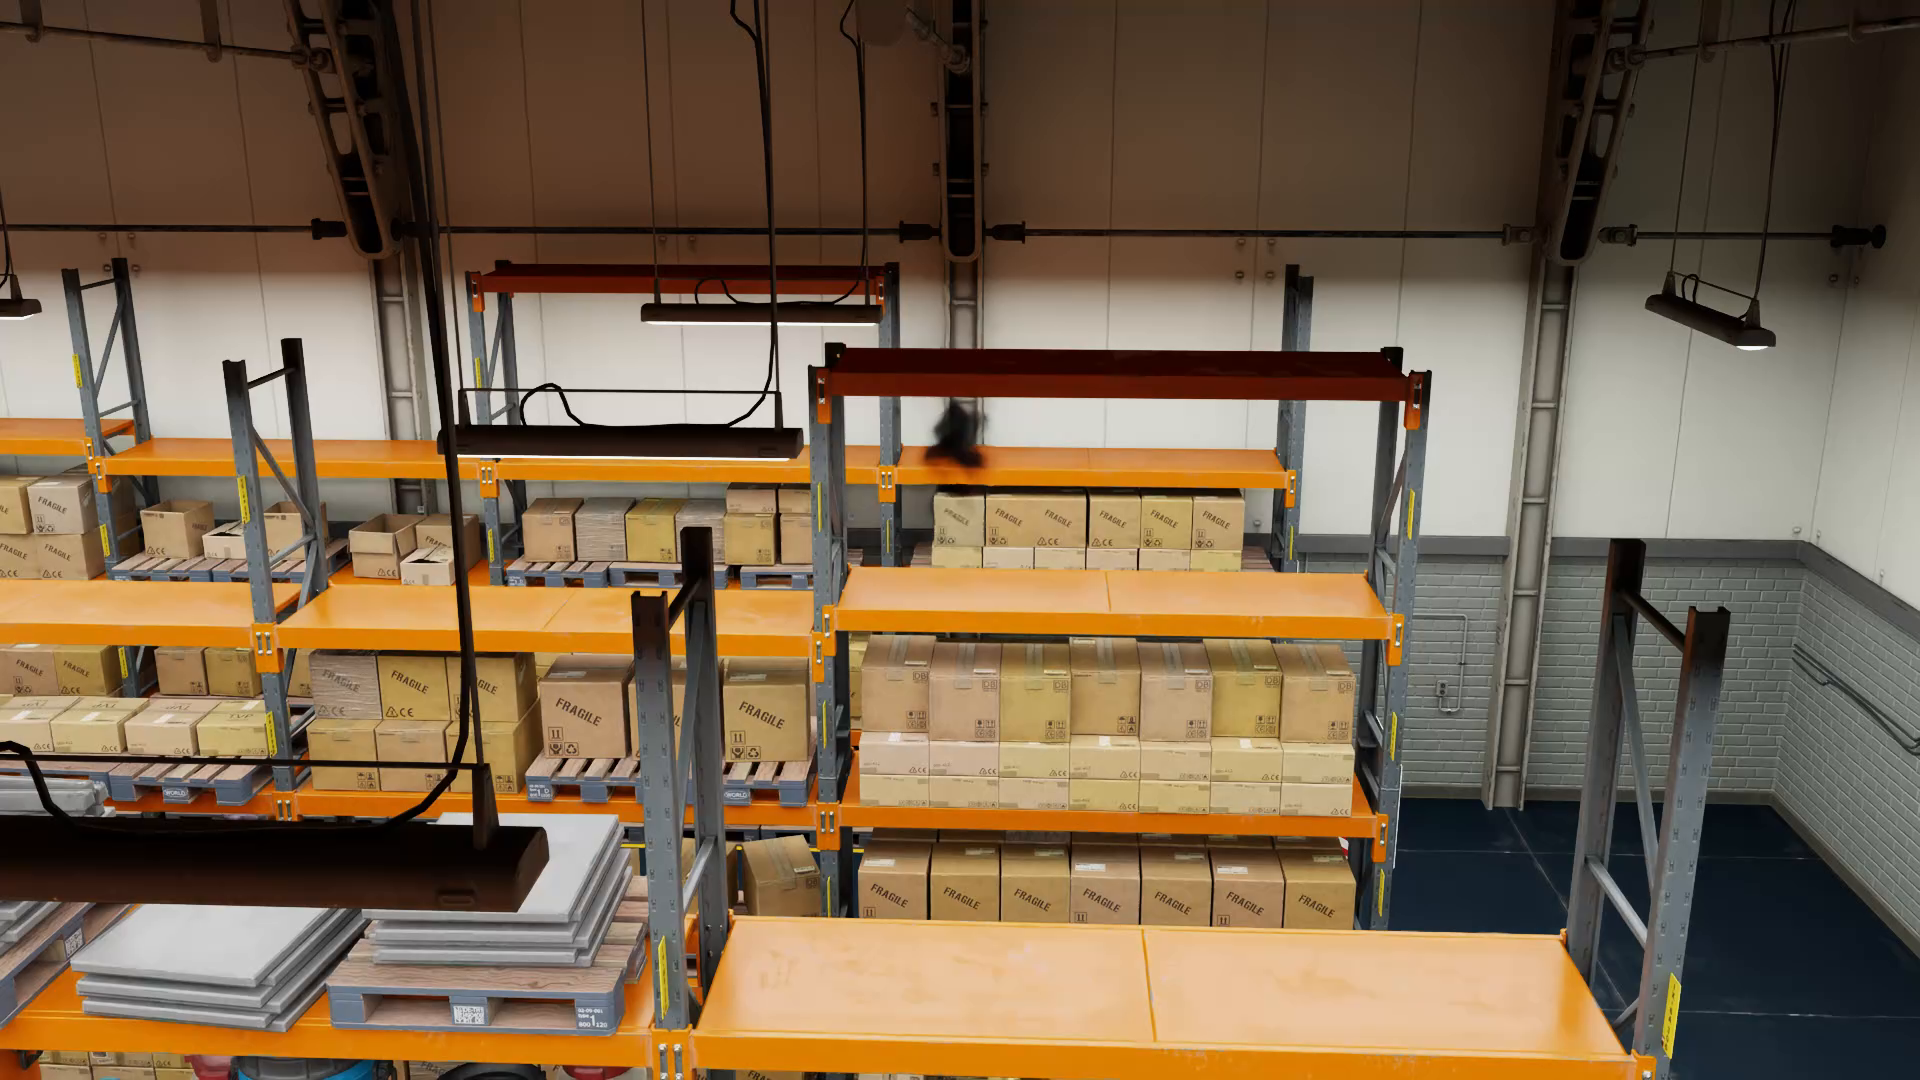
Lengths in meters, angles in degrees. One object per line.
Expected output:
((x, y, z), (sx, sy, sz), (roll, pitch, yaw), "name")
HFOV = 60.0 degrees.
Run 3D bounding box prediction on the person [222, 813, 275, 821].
((-6.653, 2.940, 15.569), (0.680, 1.614, 0.595), (-1, 16, -4), "person")
